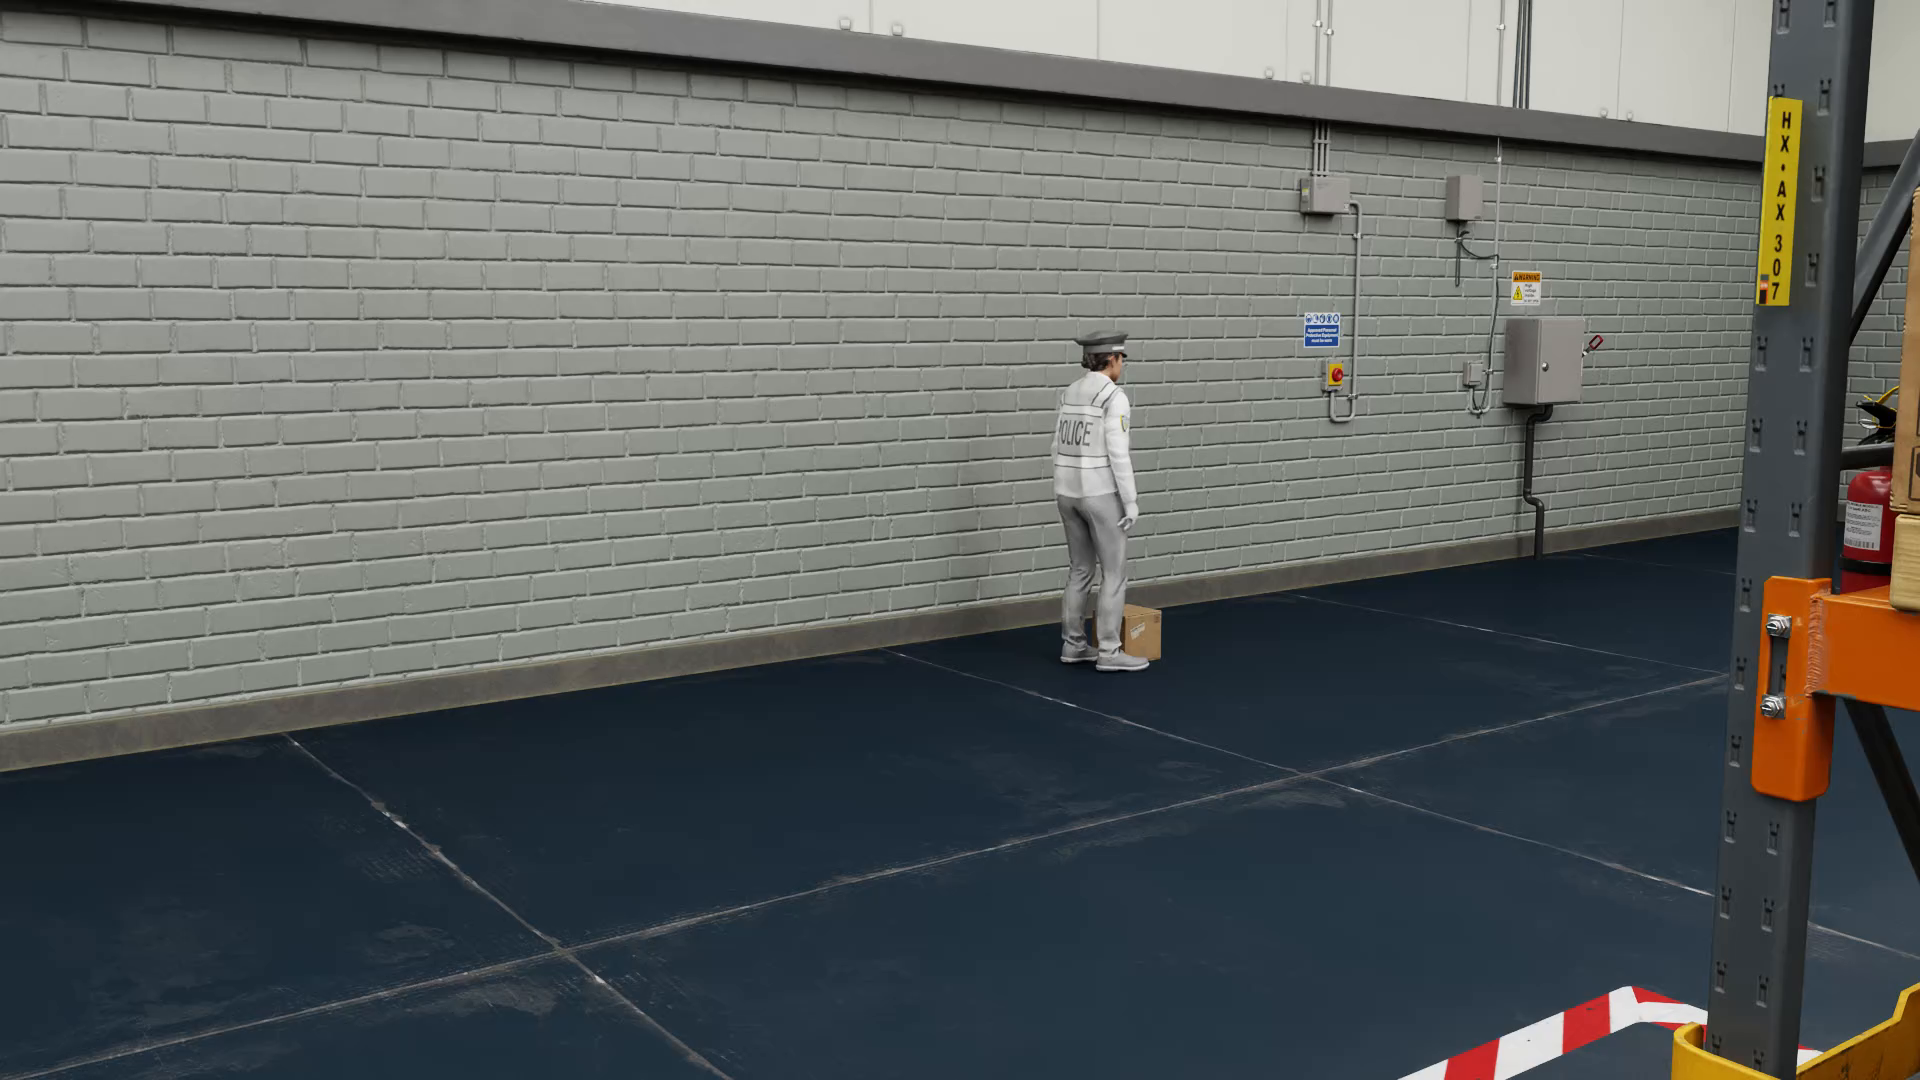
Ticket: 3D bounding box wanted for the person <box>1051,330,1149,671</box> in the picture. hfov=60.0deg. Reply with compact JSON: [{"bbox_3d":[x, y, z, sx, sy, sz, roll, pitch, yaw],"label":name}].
[{"bbox_3d":[0.670,-0.197,8.229,0.377,1.661,0.530,-6,10,-36],"label":"person"}]
